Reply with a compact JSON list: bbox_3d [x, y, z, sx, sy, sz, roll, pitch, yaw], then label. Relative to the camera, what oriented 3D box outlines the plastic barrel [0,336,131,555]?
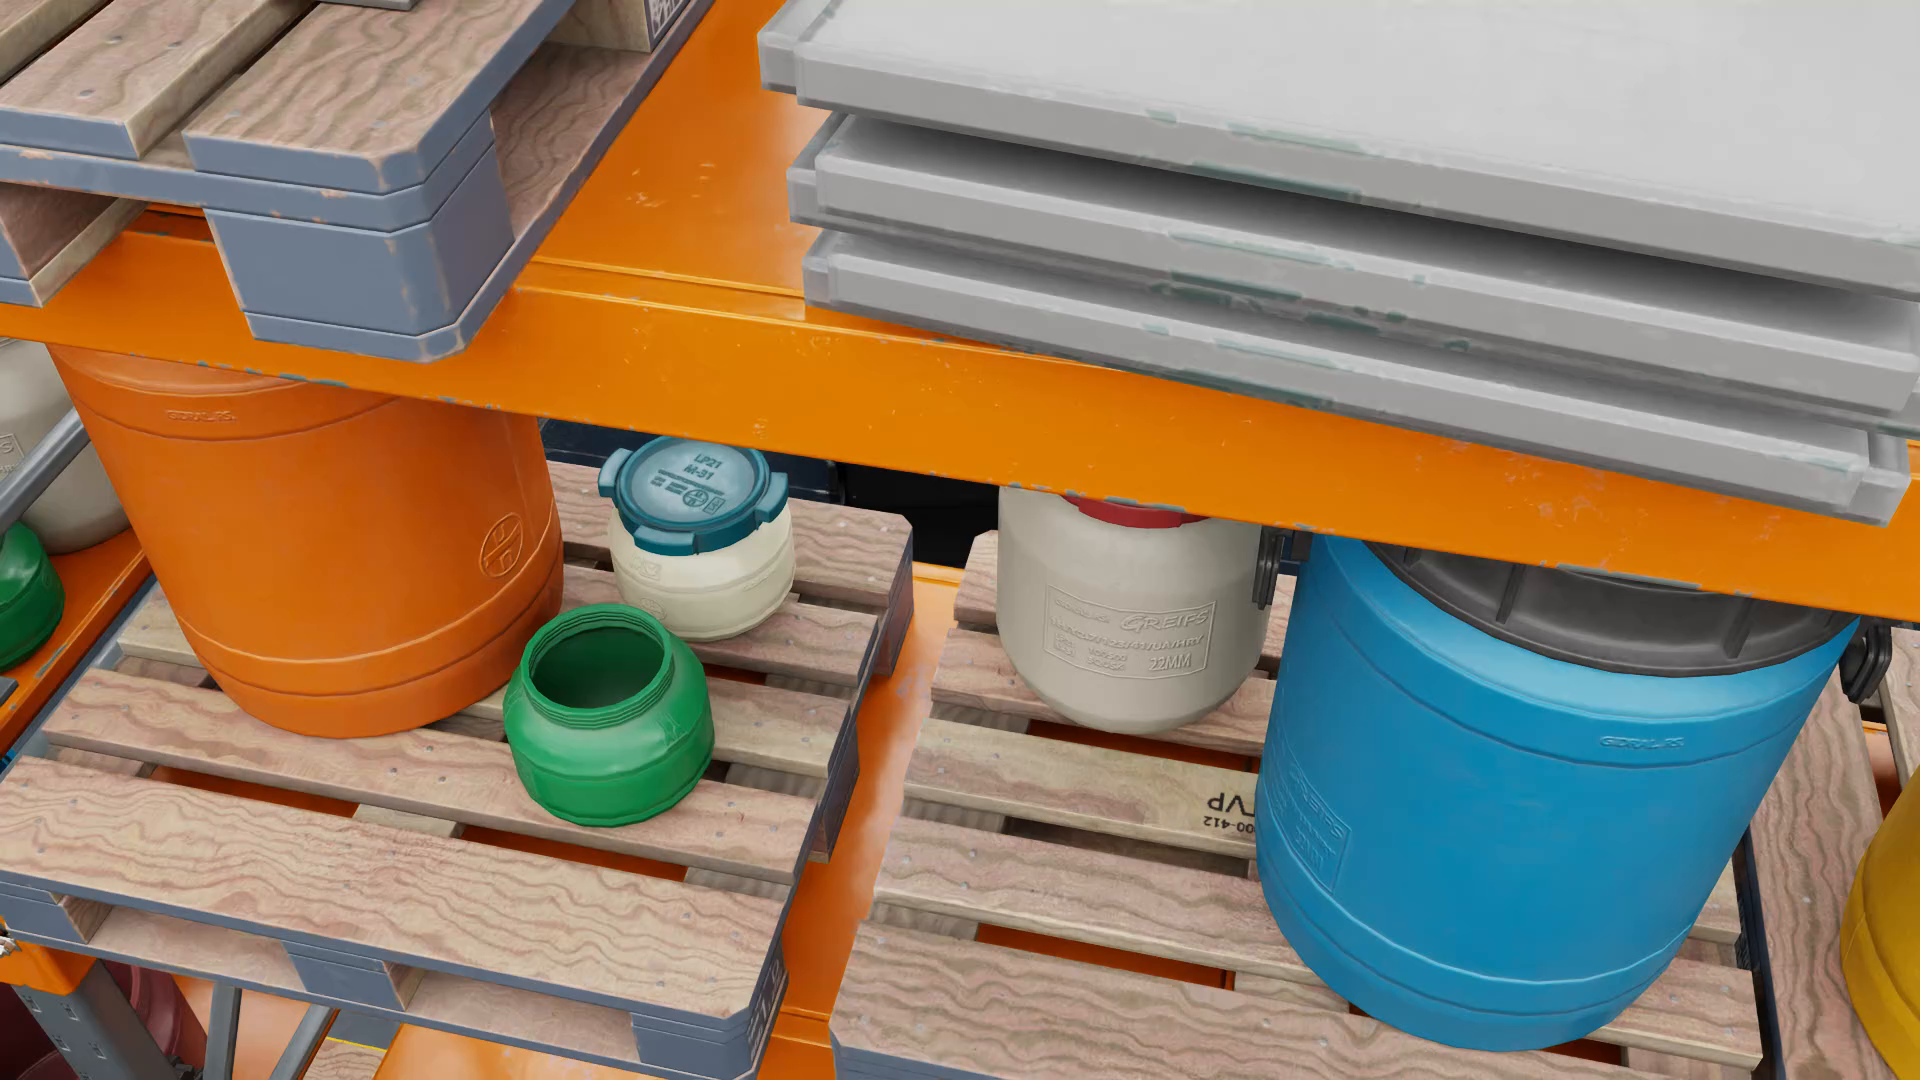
[{"bbox_3d":[-1.733,-0.262,3.076,0.421,0.512,0.421,0,44,0],"label":"plastic barrel"}]

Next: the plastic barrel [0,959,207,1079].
[{"bbox_3d":[-2.015,1.199,3.703,0.708,0.536,0.600,9,45,9],"label":"plastic barrel"}]

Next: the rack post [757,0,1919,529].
[{"bbox_3d":[0.404,-0.483,1.583,0.954,0.300,0.937,13,45,13],"label":"rack post"}]

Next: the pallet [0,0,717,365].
[{"bbox_3d":[-0.799,-0.706,1.879,1.003,0.211,1.213,9,45,9],"label":"pallet"}]

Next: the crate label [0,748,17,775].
[{"bbox_3d":[-2.407,0.767,4.225,0.616,0.435,0.502,9,45,9],"label":"crate label"}]

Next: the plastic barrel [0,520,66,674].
[{"bbox_3d":[-1.749,0.086,2.907,0.294,0.245,0.294,0,44,0],"label":"plastic barrel"}]

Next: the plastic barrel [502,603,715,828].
[{"bbox_3d":[-0.513,0.253,2.430,0.294,0.245,0.294,0,44,0],"label":"plastic barrel"}]

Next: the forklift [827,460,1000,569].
[{"bbox_3d":[0.054,-0.565,5.684,1.130,2.935,3.031,-2,44,-2],"label":"forklift"}]

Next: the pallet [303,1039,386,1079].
[{"bbox_3d":[-2.244,1.974,5.007,1.213,0.211,1.003,9,45,9],"label":"pallet"}]

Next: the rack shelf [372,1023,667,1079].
[{"bbox_3d":[0.455,1.675,3.825,4.000,0.370,1.077,9,45,9],"label":"rack shelf"}]

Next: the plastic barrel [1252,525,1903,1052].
[{"bbox_3d":[0.708,0.151,2.062,0.708,0.901,0.600,9,45,9],"label":"plastic barrel"}]

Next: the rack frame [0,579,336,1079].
[{"bbox_3d":[-1.496,1.113,3.890,0.127,3.000,1.000,9,45,9],"label":"rack frame"}]

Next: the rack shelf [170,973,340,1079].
[{"bbox_3d":[-3.448,1.070,4.455,4.000,0.370,1.077,9,45,9],"label":"rack shelf"}]

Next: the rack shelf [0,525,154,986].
[{"bbox_3d":[-3.448,-0.011,3.414,4.000,0.370,1.077,9,45,9],"label":"rack shelf"}]

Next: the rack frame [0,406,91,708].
[{"bbox_3d":[-1.496,-1.048,1.810,0.127,3.000,1.000,9,45,9],"label":"rack frame"}]

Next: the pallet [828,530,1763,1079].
[{"bbox_3d":[0.513,0.484,2.517,1.213,0.211,1.003,9,45,9],"label":"pallet"}]

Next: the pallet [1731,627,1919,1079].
[{"bbox_3d":[1.621,0.654,2.341,1.003,0.211,1.213,9,45,9],"label":"pallet"}]

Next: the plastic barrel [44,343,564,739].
[{"bbox_3d":[-0.943,-0.186,2.464,0.708,0.830,0.600,9,45,9],"label":"plastic barrel"}]

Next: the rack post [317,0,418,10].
[{"bbox_3d":[-0.780,-0.939,1.751,0.937,0.300,0.954,9,45,9],"label":"rack post"}]

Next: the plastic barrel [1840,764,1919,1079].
[{"bbox_3d":[1.472,0.418,2.011,0.600,0.588,0.600,0,44,0],"label":"plastic barrel"}]

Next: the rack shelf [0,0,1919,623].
[{"bbox_3d":[0.455,-0.342,1.884,4.000,0.370,1.077,9,45,9],"label":"rack shelf"}]

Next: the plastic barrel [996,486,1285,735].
[{"bbox_3d":[0.267,-0.001,2.485,0.433,0.535,0.433,0,44,0],"label":"plastic barrel"}]

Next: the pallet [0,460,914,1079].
[{"bbox_3d":[-0.771,0.283,2.727,1.213,0.211,1.003,9,45,9],"label":"pallet"}]

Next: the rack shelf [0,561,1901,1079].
[{"bbox_3d":[0.455,0.595,2.785,4.000,0.370,1.077,9,45,9],"label":"rack shelf"}]

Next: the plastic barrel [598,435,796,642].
[{"bbox_3d":[-0.418,-0.006,2.687,0.301,0.262,0.301,0,44,0],"label":"plastic barrel"}]
